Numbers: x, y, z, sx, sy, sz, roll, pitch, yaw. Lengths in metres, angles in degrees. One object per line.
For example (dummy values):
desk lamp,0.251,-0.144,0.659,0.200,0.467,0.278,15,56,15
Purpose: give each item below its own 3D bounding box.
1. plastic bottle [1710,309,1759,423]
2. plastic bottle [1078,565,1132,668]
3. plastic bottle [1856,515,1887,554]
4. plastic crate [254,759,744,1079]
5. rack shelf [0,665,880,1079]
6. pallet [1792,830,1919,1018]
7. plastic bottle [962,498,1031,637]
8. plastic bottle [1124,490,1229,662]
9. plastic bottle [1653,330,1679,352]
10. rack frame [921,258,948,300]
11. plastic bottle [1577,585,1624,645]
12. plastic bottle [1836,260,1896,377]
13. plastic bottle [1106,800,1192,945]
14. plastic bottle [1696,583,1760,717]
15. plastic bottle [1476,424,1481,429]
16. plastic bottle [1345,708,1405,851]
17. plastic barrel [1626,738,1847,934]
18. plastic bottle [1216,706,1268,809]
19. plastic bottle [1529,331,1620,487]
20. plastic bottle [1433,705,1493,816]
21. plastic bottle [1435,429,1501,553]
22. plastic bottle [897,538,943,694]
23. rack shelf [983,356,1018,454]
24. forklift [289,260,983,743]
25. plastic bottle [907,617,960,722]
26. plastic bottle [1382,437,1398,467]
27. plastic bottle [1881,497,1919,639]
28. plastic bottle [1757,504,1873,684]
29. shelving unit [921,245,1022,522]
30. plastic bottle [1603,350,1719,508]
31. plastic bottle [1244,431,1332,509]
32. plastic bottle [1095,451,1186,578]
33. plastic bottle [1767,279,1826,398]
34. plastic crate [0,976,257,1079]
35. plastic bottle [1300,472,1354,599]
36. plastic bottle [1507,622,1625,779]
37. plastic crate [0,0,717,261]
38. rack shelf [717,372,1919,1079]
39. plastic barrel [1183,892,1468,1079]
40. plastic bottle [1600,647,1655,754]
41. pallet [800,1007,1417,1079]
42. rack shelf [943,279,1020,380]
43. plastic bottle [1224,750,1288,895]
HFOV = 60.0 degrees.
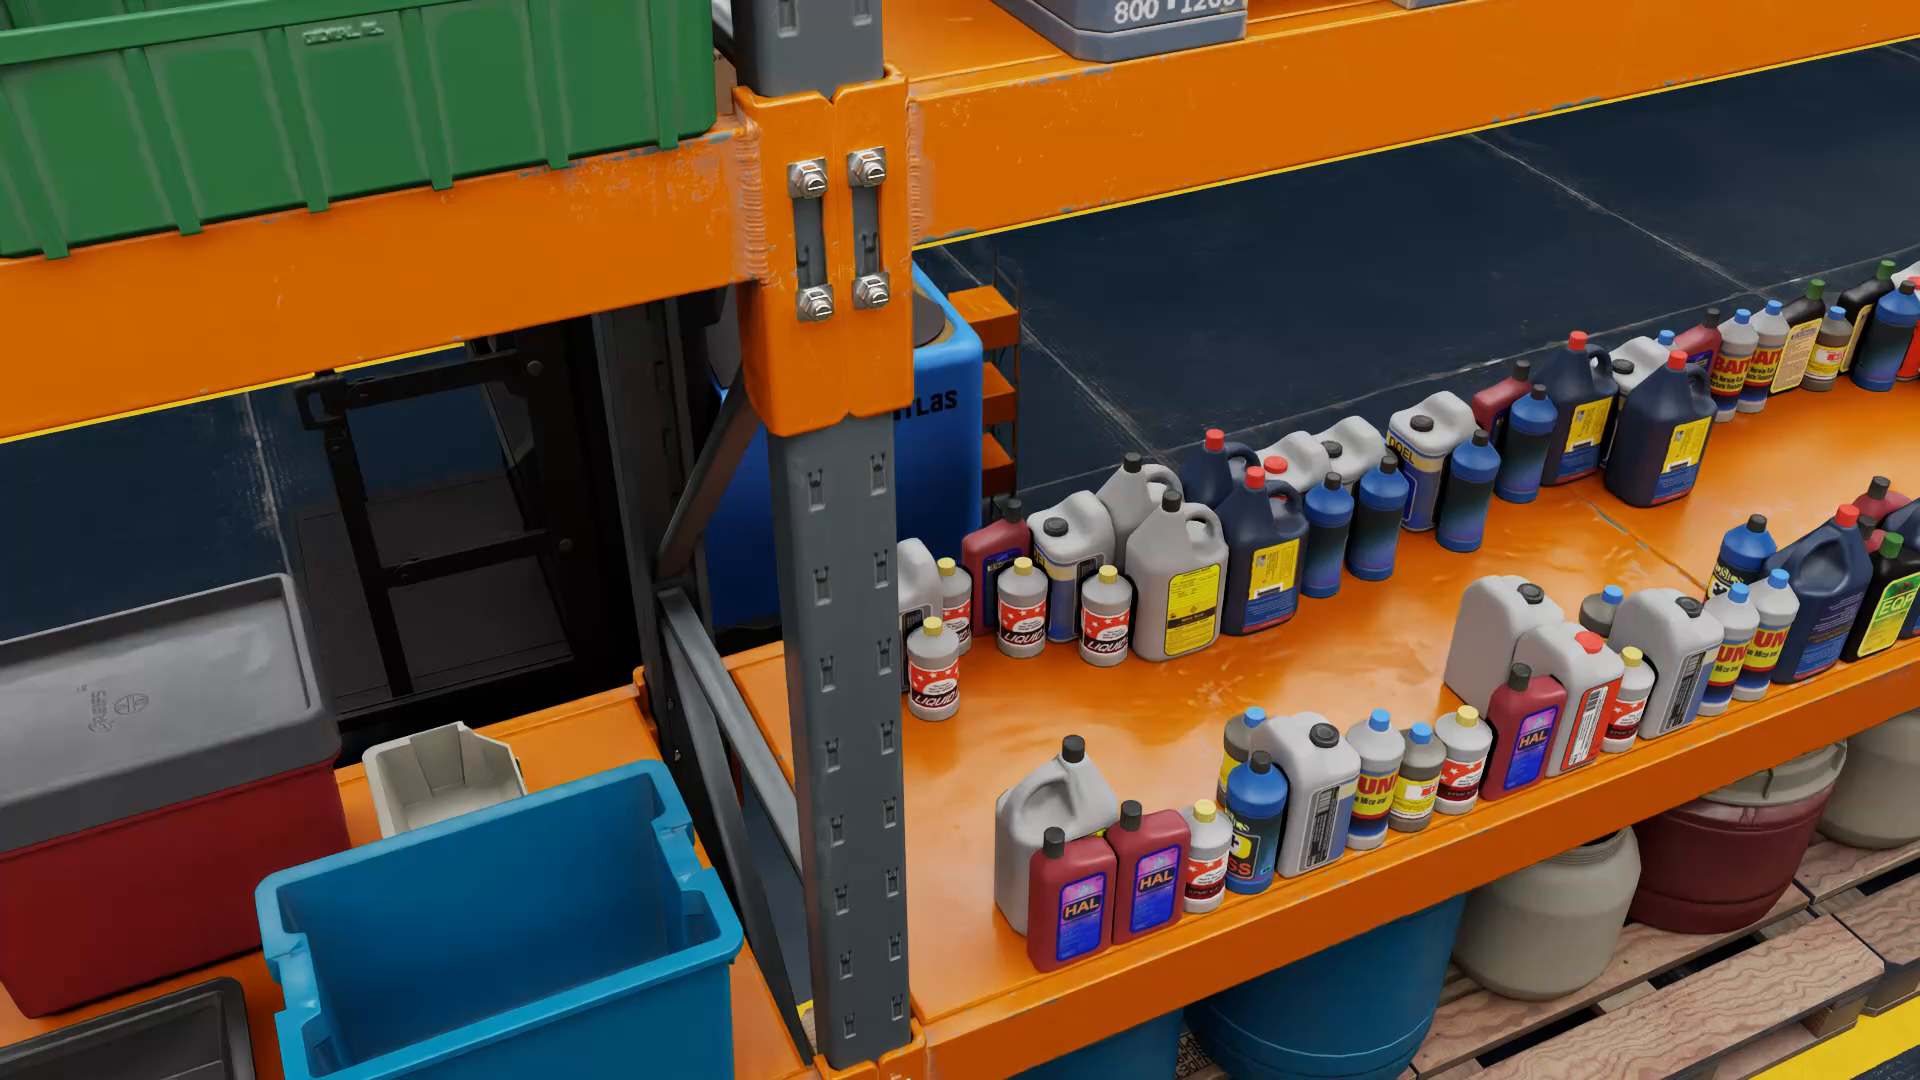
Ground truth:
plastic bottle,1.800,-0.414,3.899,0.097,0.271,0.097,0,37,0
plastic bottle,0.281,0.138,3.212,0.097,0.201,0.097,0,37,0
plastic bottle,1.749,0.067,3.240,0.133,0.283,0.061,-16,39,-20
plastic crate,-0.616,0.647,2.323,0.575,0.384,0.392,-16,39,-20
rack shelf,-2.149,1.158,2.275,4.000,0.370,1.077,-16,39,-20
pallet,2.586,0.692,4.639,1.213,0.211,1.003,-16,39,-20
plastic bottle,0.071,0.052,3.259,0.133,0.283,0.061,-16,39,-20
plastic bottle,0.416,0.051,3.205,0.185,0.351,0.144,-16,39,-20
plastic bottle,1.591,-0.356,3.820,0.097,0.271,0.097,0,37,0
rack frame,-0.078,-0.398,5.406,0.008,1.050,0.200,-14,39,-18
plastic bottle,1.220,0.175,3.163,0.097,0.201,0.097,0,37,0
plastic bottle,2.194,-0.541,4.060,0.133,0.283,0.061,-16,39,-20
plastic bottle,0.295,0.513,2.638,0.133,0.283,0.061,-16,39,-20
plastic bottle,1.407,0.195,3.077,0.097,0.271,0.097,0,37,0
plastic bottle,1.093,-0.189,3.653,0.097,0.201,0.097,0,37,0
plastic bottle,0.690,0.395,2.807,0.097,0.271,0.097,0,37,0
plastic barrel,1.824,0.569,4.137,0.708,0.588,0.600,-16,39,-20
plastic bottle,0.504,0.376,2.892,0.097,0.201,0.097,0,37,0
plastic bottle,1.351,-0.305,3.685,0.185,0.351,0.144,-16,39,-20
plastic bottle,0.866,0.374,2.894,0.097,0.201,0.097,0,37,0
plastic bottle,1.070,-0.110,3.488,0.097,0.271,0.097,0,37,0
plastic bottle,-0.119,0.138,3.150,0.135,0.276,0.152,-16,39,-20
rack shelf,0.035,-0.418,5.450,0.240,0.259,0.215,-14,39,-18
forklift,-1.485,-0.802,4.372,3.031,2.935,1.130,-14,39,-18
plastic bottle,-0.049,0.231,3.087,0.097,0.201,0.097,0,37,0
plastic bottle,0.883,-0.130,3.574,0.097,0.201,0.097,0,37,0
plastic bottle,1.901,0.010,3.261,0.185,0.351,0.144,-16,39,-20
plastic bottle,1.613,0.090,3.152,0.185,0.351,0.144,-16,39,-20
shelving unit,0.035,-0.427,5.444,0.252,1.050,0.215,-14,39,-18
plastic bottle,1.538,-0.257,3.621,0.185,0.351,0.144,-16,39,-20
plastic bottle,0.668,-0.082,3.446,0.135,0.276,0.152,-16,39,-20
plastic bottle,0.354,-0.027,3.309,0.185,0.351,0.144,-16,39,-20
plastic bottle,1.985,-0.483,3.981,0.133,0.283,0.061,-16,39,-20
plastic crate,-1.238,0.877,2.230,0.590,0.125,0.437,-16,39,-20
plastic bottle,0.738,-0.017,3.363,0.097,0.271,0.097,0,37,0
plastic bottle,1.080,0.266,2.977,0.135,0.276,0.152,-16,39,-20
plastic crate,-0.594,-0.487,1.548,0.662,0.188,0.450,-16,39,-20
rack shelf,1.472,0.145,3.640,4.000,0.370,1.077,-16,39,-20
plastic barrel,0.802,0.729,3.658,0.708,0.901,0.600,-16,39,-20
plastic bottle,1.197,0.282,3.019,0.097,0.201,0.097,0,37,0
pallet,0.377,1.310,3.807,1.213,0.211,1.003,-16,39,-20
rack shelf,0.035,-0.646,5.281,0.240,0.259,0.215,-14,39,-18
plastic bottle,0.480,0.454,2.728,0.097,0.271,0.097,0,37,0
